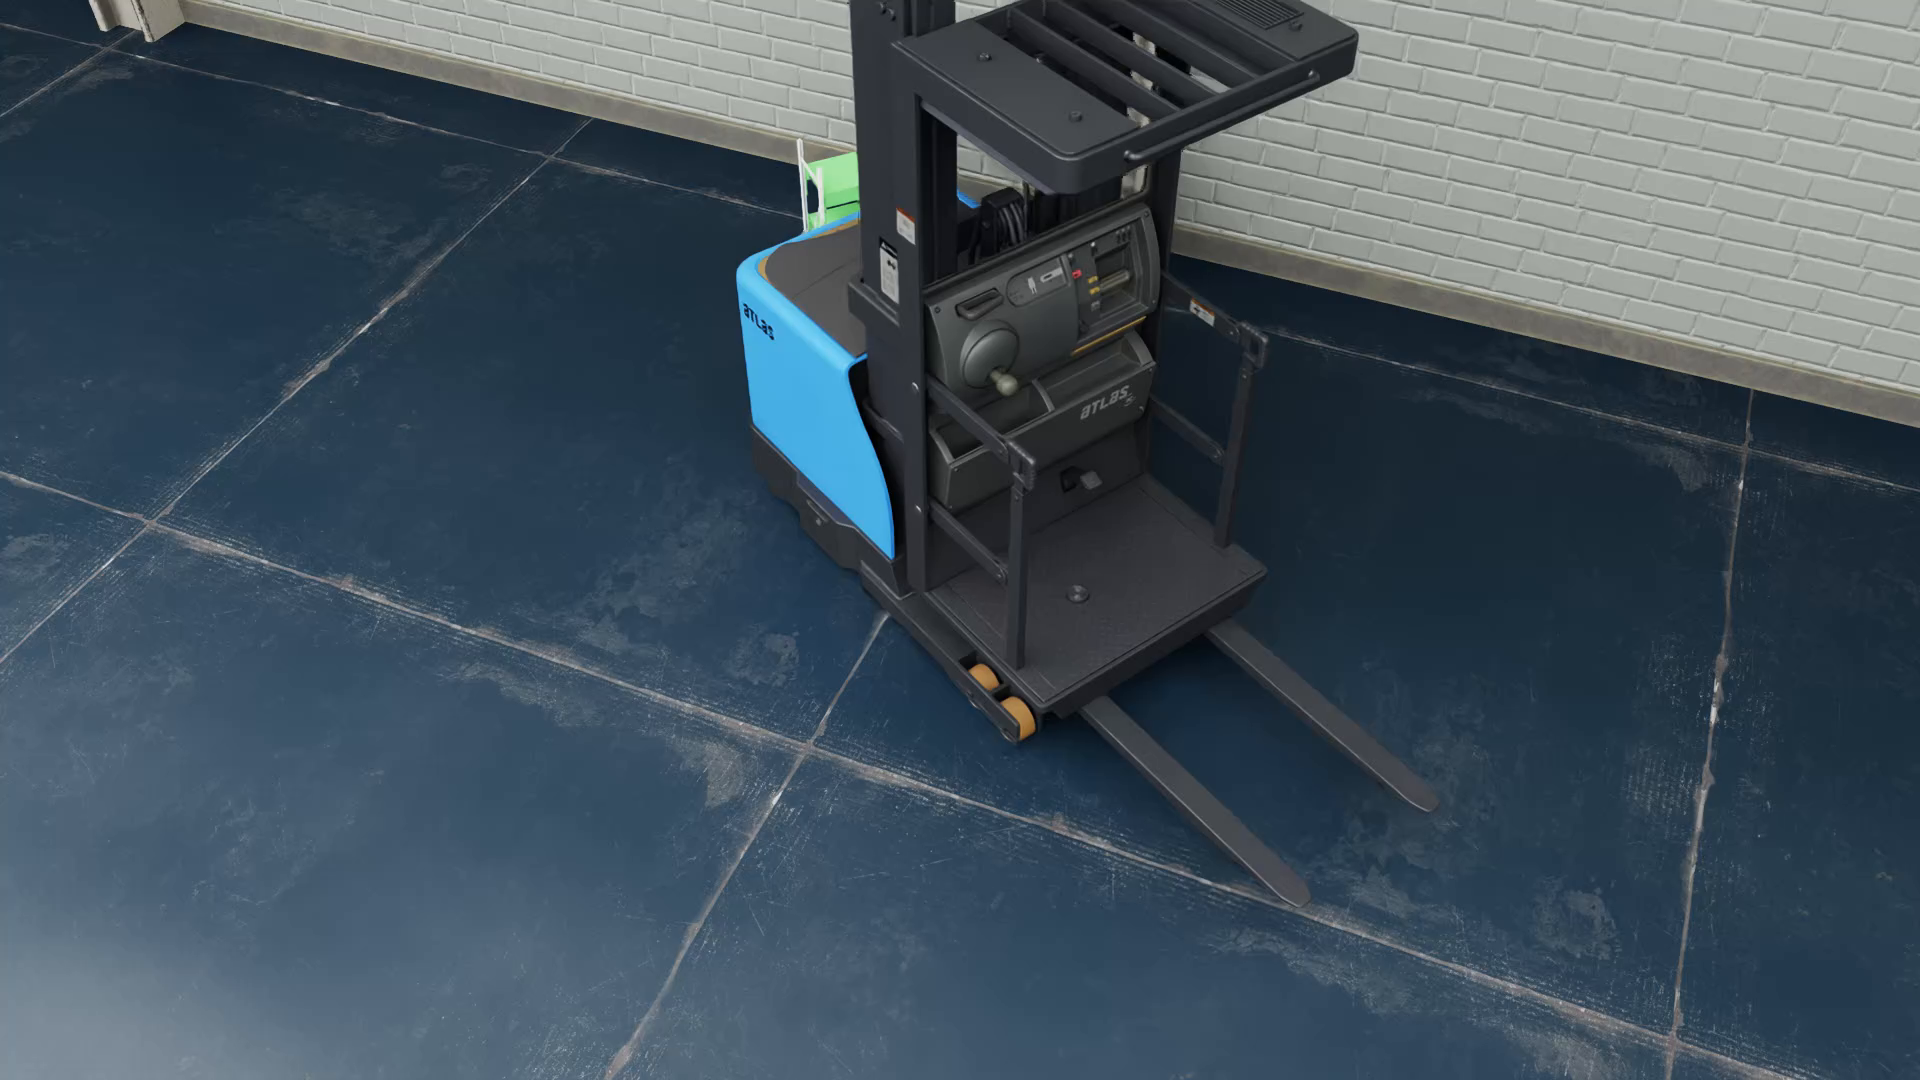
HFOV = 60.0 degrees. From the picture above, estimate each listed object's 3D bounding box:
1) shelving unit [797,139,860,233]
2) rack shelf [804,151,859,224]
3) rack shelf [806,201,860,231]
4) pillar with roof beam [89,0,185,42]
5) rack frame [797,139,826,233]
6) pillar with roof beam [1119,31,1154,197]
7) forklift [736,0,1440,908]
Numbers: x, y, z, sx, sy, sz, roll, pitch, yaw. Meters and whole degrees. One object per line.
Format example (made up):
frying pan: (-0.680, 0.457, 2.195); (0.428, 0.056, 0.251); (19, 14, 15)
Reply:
shelving unit: (-0.375, -1.176, 7.082); (0.503, 1.200, 0.258); (-18, 48, -17)
rack shelf: (-0.375, -1.471, 6.788); (0.480, 0.148, 0.258); (-18, 48, -17)
rack shelf: (-0.375, -1.301, 6.957); (0.480, 0.148, 0.258); (-18, 48, -17)
pillar with roof beam: (-6.467, -3.430, 3.817); (0.400, 9.000, 9.100); (16, 47, 16)
rack frame: (-0.597, -1.105, 7.009); (0.015, 1.200, 0.240); (-18, 48, -17)
pillar with roof beam: (-0.929, -1.800, 2.180); (0.400, 9.000, 9.100); (16, 47, 16)
forklift: (0.424, -0.708, 5.384); (1.130, 2.935, 3.031); (-28, 51, -25)
